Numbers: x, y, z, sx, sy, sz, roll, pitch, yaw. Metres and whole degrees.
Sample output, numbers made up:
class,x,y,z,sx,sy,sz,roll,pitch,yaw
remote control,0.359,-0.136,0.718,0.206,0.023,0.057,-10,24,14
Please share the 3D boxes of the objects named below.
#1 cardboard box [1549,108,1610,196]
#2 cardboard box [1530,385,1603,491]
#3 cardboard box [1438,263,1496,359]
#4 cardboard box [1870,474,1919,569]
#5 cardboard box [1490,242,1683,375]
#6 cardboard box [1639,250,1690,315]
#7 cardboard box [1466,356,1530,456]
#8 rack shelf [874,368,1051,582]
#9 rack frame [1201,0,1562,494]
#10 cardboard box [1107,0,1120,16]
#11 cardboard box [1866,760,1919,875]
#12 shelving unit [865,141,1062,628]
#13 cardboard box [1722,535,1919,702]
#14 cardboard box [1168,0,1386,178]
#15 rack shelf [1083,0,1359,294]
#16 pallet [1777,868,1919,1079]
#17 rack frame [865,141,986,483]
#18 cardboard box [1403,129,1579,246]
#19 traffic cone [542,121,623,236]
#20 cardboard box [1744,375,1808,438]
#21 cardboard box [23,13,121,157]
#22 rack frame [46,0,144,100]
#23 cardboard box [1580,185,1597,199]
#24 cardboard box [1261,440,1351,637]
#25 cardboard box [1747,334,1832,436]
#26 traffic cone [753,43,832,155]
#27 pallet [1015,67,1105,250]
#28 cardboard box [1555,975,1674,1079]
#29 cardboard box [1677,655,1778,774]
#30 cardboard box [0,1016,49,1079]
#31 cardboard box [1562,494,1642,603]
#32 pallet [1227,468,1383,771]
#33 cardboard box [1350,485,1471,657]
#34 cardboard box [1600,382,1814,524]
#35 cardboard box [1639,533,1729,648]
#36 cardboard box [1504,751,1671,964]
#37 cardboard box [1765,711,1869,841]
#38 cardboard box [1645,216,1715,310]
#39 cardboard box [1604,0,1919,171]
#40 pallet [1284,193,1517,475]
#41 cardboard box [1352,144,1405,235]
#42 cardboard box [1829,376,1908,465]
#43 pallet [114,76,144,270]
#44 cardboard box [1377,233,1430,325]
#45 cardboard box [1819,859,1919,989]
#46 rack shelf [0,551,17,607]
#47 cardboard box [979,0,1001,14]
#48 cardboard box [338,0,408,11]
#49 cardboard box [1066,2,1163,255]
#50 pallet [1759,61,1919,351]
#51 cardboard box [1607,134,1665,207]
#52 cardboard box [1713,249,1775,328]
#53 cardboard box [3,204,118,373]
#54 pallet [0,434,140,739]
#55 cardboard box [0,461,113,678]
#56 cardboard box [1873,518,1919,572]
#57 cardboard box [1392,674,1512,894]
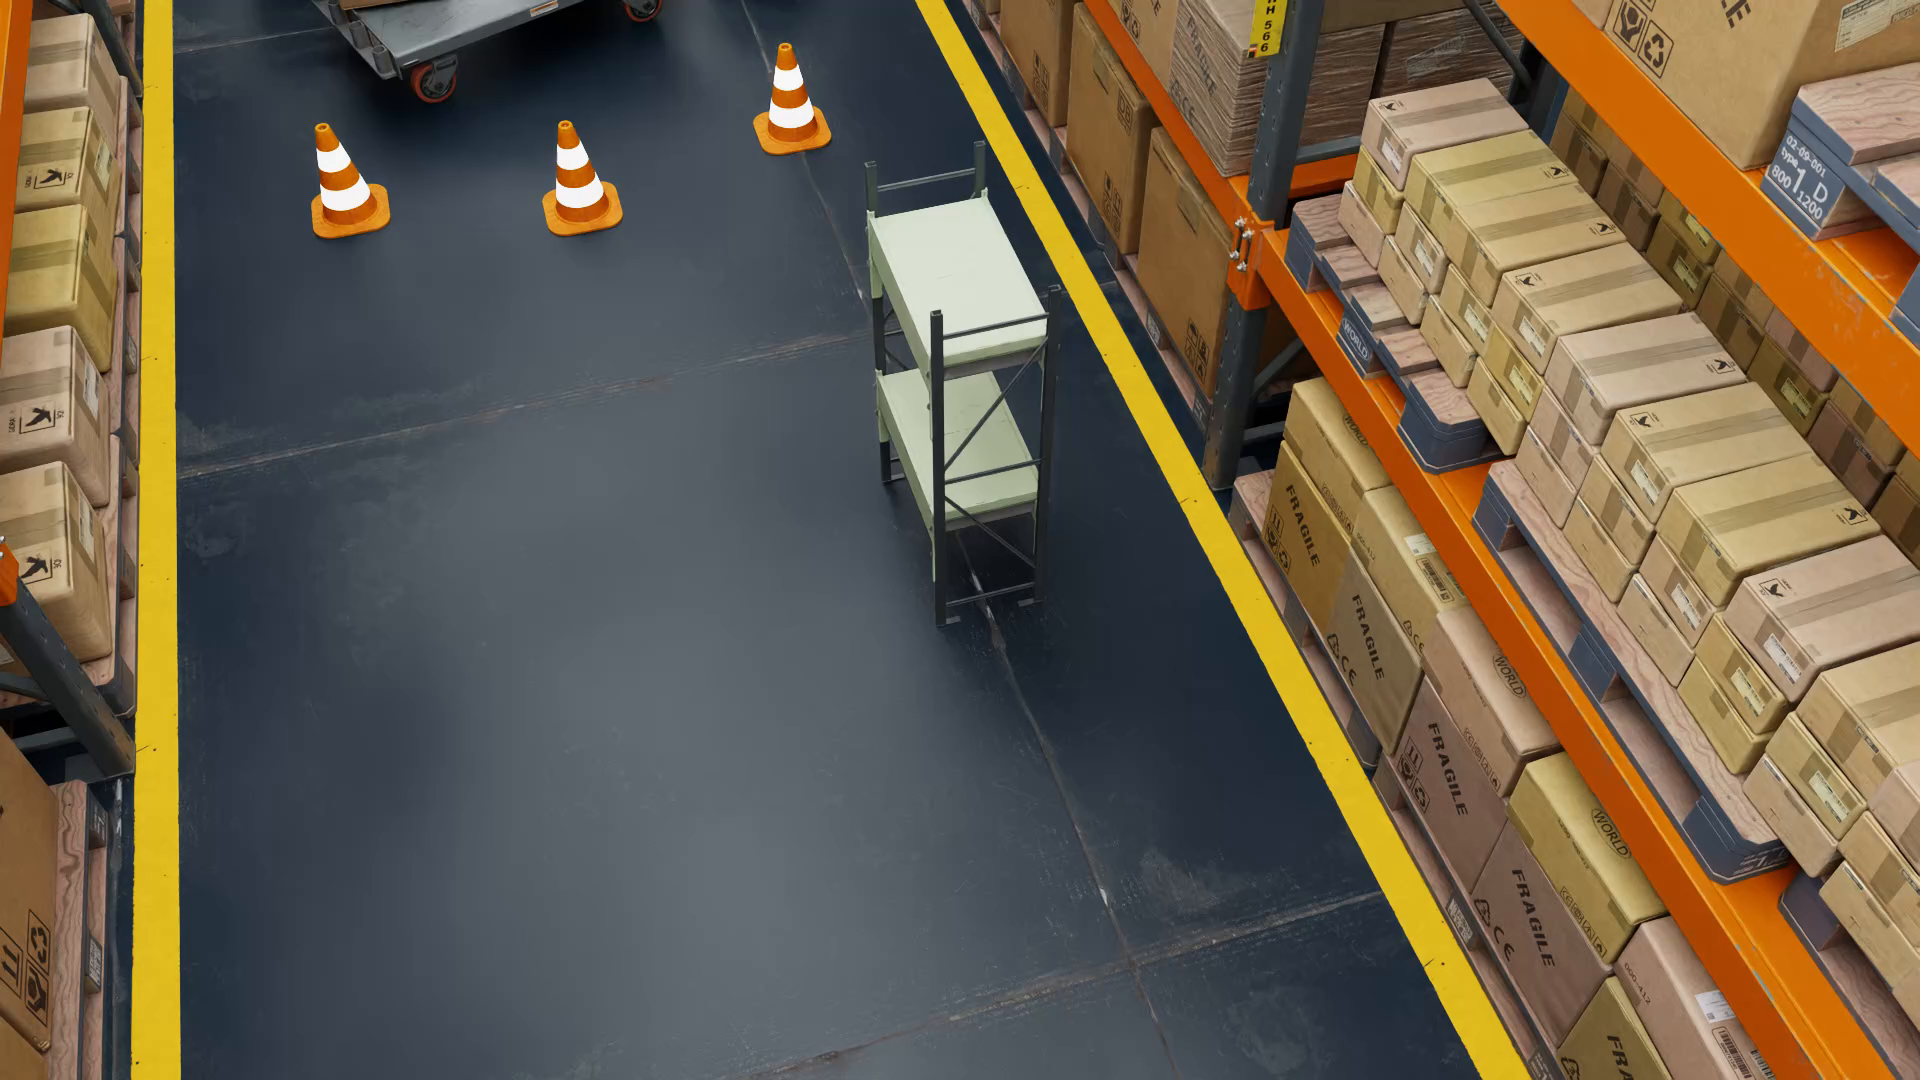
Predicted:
class,x,y,z,sx,sy,sz,roll,pitch,yaw
cardboard box,2.015,-1.197,4.992,0.380,0.149,0.250,-12,51,-10
cardboard box,1.697,-0.299,4.235,0.380,0.149,0.250,-13,51,-11
cardboard box,1.549,-0.665,4.544,0.380,0.149,0.250,-15,51,-12
cardboard box,2.475,-0.067,4.040,0.380,0.149,0.250,-14,51,-12
cardboard box,1.613,-0.600,4.295,0.380,0.149,0.250,-15,52,-12
cardboard box,2.167,-0.733,4.796,0.380,0.149,0.250,-13,51,-10
cardboard box,1.614,-0.397,4.512,0.380,0.149,0.250,-11,51,-9
rack shelf,-0.002,-0.278,5.930,0.431,0.370,0.720,-13,51,-11
rack frame,1.434,-1.305,5.388,1.000,3.000,0.127,-13,51,-11
cardboard box,0.750,-2.335,6.191,0.500,0.500,0.500,-14,51,-12
cardboard box,2.079,0.545,3.330,0.380,0.149,0.250,-13,51,-11
shelving unit,-0.002,-0.488,5.681,0.431,1.500,0.755,-13,51,-11
cardboard box,1.927,0.169,3.646,0.380,0.149,0.250,-15,52,-13
cardboard box,1.044,-1.605,5.576,0.500,0.500,0.500,-13,51,-11
rack shelf,0.842,-2.534,6.895,1.077,0.370,4.000,-13,51,-11
pallet,2.529,1.087,3.497,1.003,0.211,1.213,-13,51,-11
rack frame,-0.110,-0.756,5.906,0.400,1.500,0.023,-13,51,-11
cardboard box,1.467,-0.974,4.610,0.380,0.149,0.250,-15,51,-12
traffic cone,-1.703,-1.641,7.331,0.336,0.463,0.334,-13,51,-11
cardboard box,2.318,-0.354,4.476,0.380,0.149,0.250,-15,52,-13
cardboard box,-4.291,-1.939,7.367,0.950,0.372,0.625,-13,51,-11
rack frame,-4.448,-3.033,6.845,1.000,3.000,0.127,-13,51,-11
cardboard box,2.019,-1.103,5.107,0.380,0.149,0.250,-13,51,-10
cardboard box,1.399,-0.060,5.699,0.500,0.500,0.500,-15,52,-13
cardboard box,2.320,-0.446,4.359,0.380,0.149,0.250,-14,51,-11
traffic cone,-0.795,-2.088,7.707,0.336,0.463,0.334,-13,51,-11
pallet,0.915,-1.888,7.704,1.003,0.211,1.213,-13,51,-11
cardboard box,2.006,1.429,4.444,0.500,0.500,0.500,-14,51,-12
cardboard box,1.922,0.366,3.869,0.380,0.149,0.250,-11,51,-9
cardboard box,-2.880,1.613,4.043,0.875,0.875,0.875,-13,51,-11
cardboard box,1.767,-0.019,4.194,0.380,0.149,0.250,-13,51,-10
pallet,1.663,0.165,5.973,1.003,0.211,1.213,-13,51,-11
cardboard box,1.556,0.052,5.114,0.500,0.250,0.500,-14,51,-11
cardboard box,1.775,-0.210,3.966,0.380,0.149,0.250,-12,51,-10
cardboard box,1.851,0.080,3.916,0.380,0.149,0.250,-12,51,-10
cardboard box,1.846,0.797,4.486,0.500,0.250,0.500,-15,52,-13
cardboard box,2.000,0.457,3.598,0.380,0.149,0.250,-16,52,-13
cardboard box,2.176,-0.811,4.667,0.380,0.149,0.250,-12,51,-10
cardboard box,1.656,-1.099,3.187,0.500,0.500,0.500,-13,51,-11
pallet,1.746,-0.747,5.043,1.213,0.211,1.003,-13,51,-11
cardboard box,1.385,-1.057,4.874,0.380,0.149,0.250,-11,51,-9
cardboard box,2.397,-0.352,4.085,0.380,0.149,0.250,-11,51,-9
pallet,-4.216,-1.566,7.432,1.003,0.211,1.213,-13,51,-11
cardboard box,1.452,-0.791,4.844,0.380,0.149,0.250,-11,51,-9
cardboard box,2.087,0.762,3.536,0.380,0.149,0.250,-16,52,-13
rack shelf,-2.674,1.581,3.426,1.077,0.370,4.000,-13,51,-11
cardboard box,0.520,-3.204,8.186,1.050,0.750,0.750,-14,51,-11
cardboard box,-2.757,-2.896,7.869,0.500,0.500,0.500,-13,51,-11
cardboard box,1.078,-1.818,7.017,1.050,0.750,0.750,-13,51,-10
pallet,2.226,-0.521,2.889,1.213,0.211,1.003,-13,51,-11
cardboard box,2.089,-1.113,4.727,0.380,0.149,0.250,-14,51,-11
cardboard box,2.249,-0.727,4.402,0.380,0.149,0.250,-12,51,-10
cardboard box,-3.867,-0.907,6.497,0.950,0.372,0.625,-12,51,-10
pallet,-3.495,0.216,5.930,1.003,0.211,1.213,-13,51,-11
cardboard box,-3.423,0.185,5.576,0.950,0.372,0.625,-16,52,-13
cardboard box,2.477,0.033,4.150,0.380,0.149,0.250,-15,52,-13
cardboard box,1.707,0.680,5.075,0.500,0.500,0.500,-14,51,-12
